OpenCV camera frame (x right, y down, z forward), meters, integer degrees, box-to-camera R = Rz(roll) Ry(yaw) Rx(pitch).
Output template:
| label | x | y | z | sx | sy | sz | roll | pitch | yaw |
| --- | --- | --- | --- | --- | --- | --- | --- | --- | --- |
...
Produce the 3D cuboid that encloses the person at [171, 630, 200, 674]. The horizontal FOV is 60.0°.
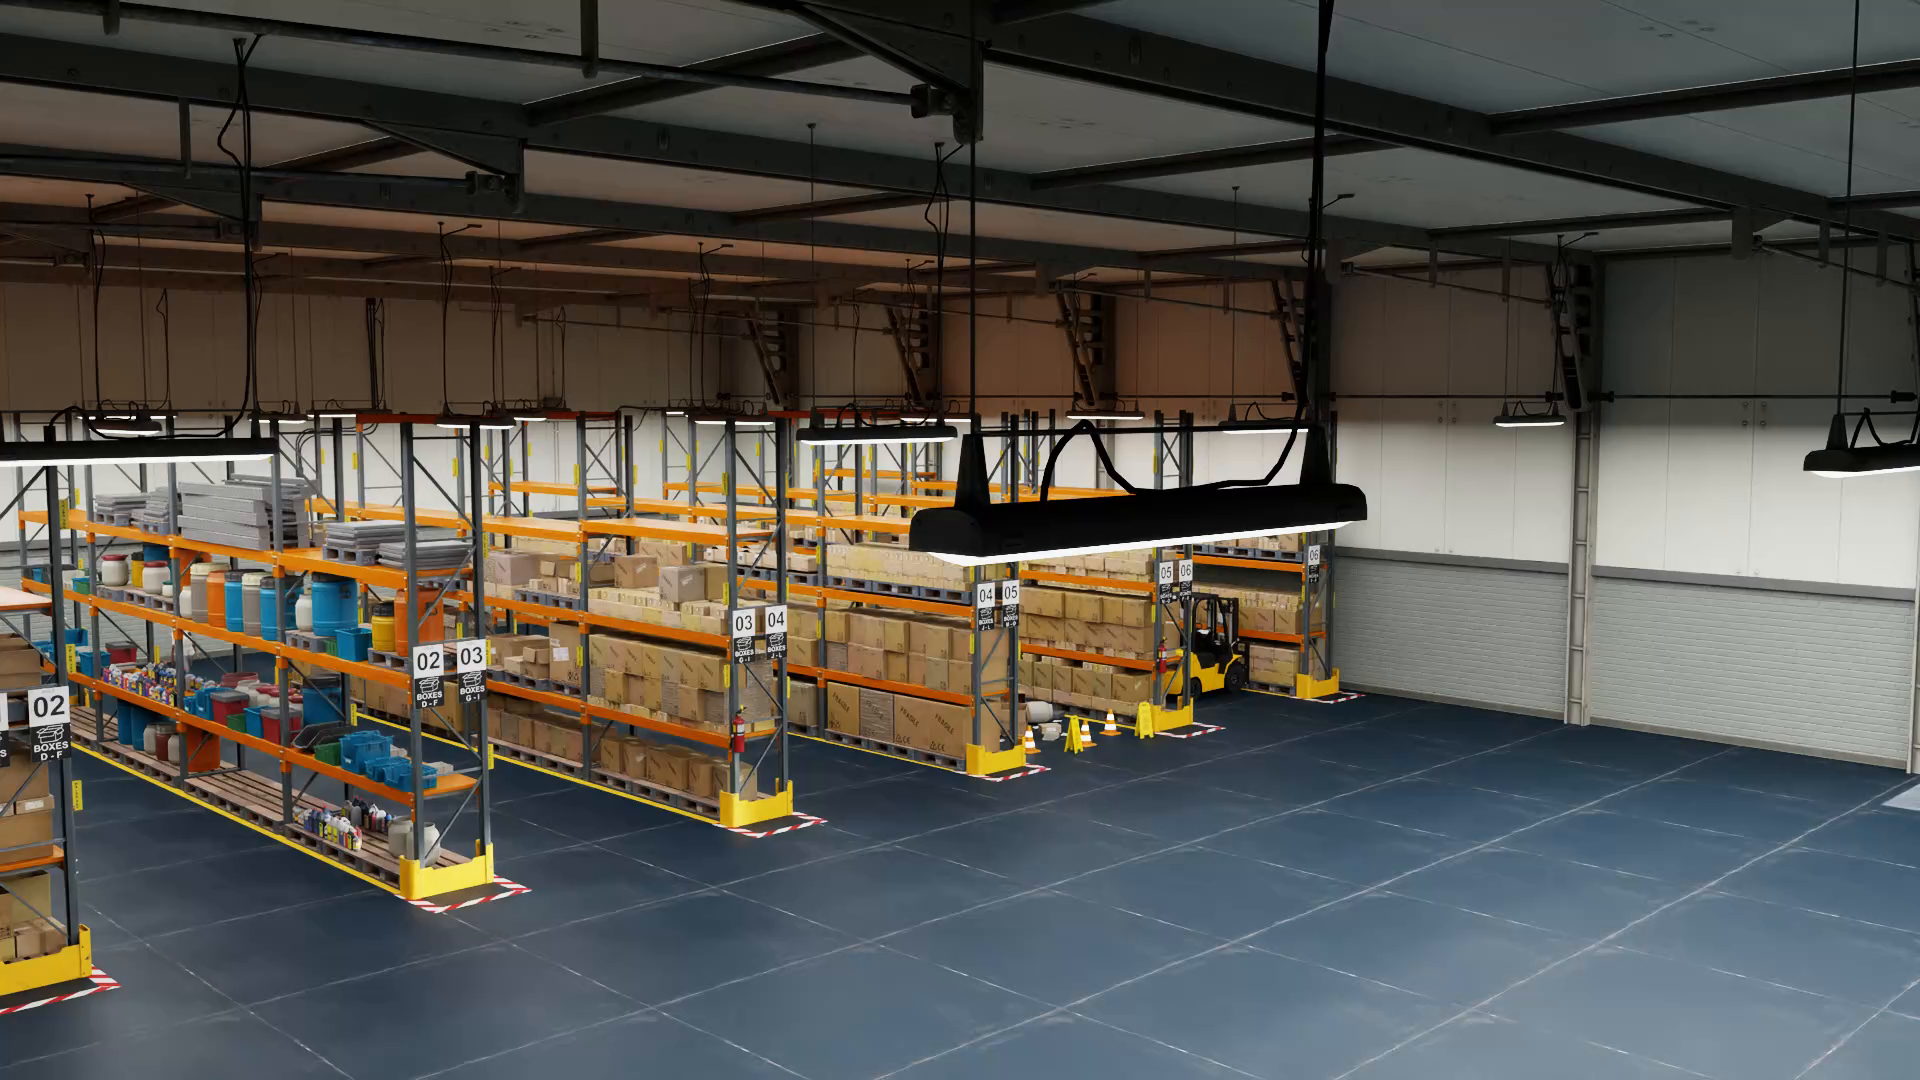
| label | x | y | z | sx | sy | sz | roll | pitch | yaw |
| --- | --- | --- | --- | --- | --- | --- | --- | --- | --- |
| person | -16.450 | 2.448 | 35.261 | 1.041 | 1.637 | 0.499 | 3 | 6 | 32 |
